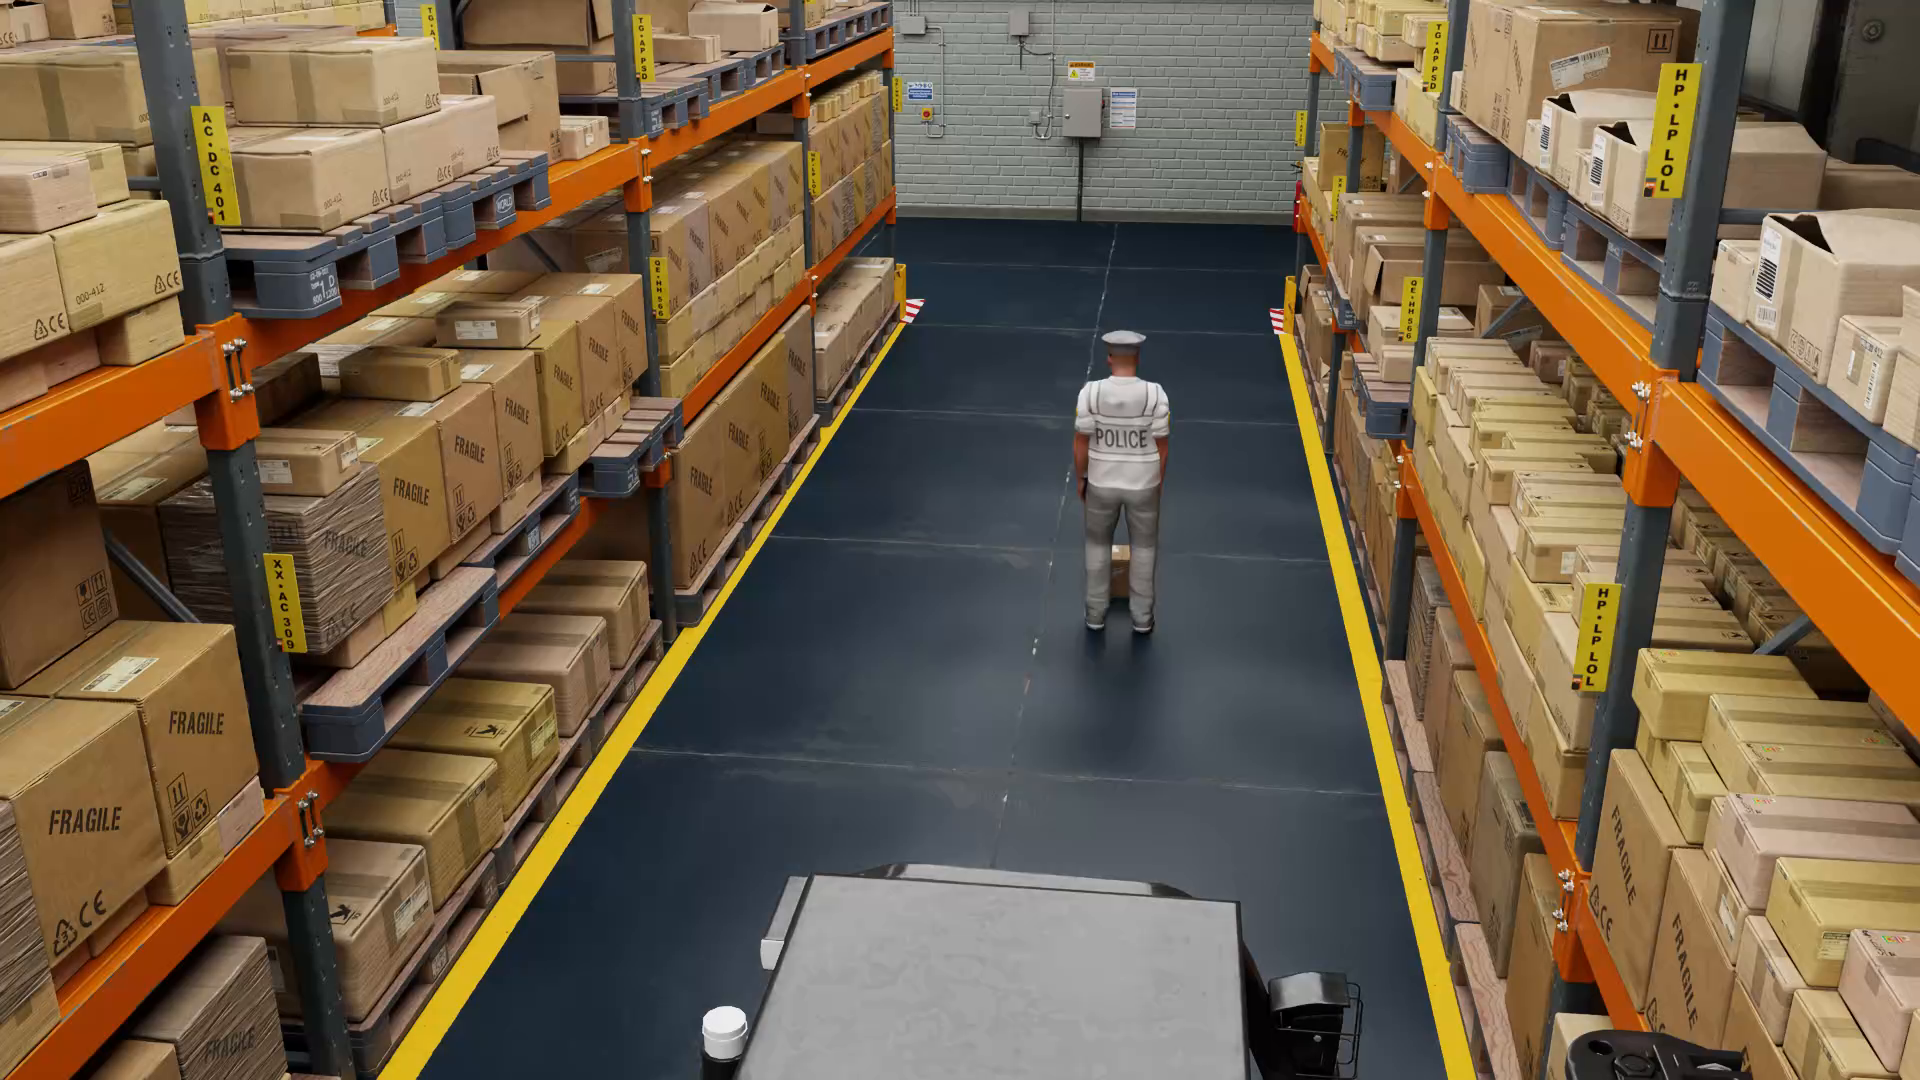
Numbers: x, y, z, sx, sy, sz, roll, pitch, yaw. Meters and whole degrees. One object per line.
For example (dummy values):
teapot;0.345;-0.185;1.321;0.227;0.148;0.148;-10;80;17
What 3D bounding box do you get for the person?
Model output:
person;0.907;-0.322;9.435;0.530;1.740;0.391;3;21;7
